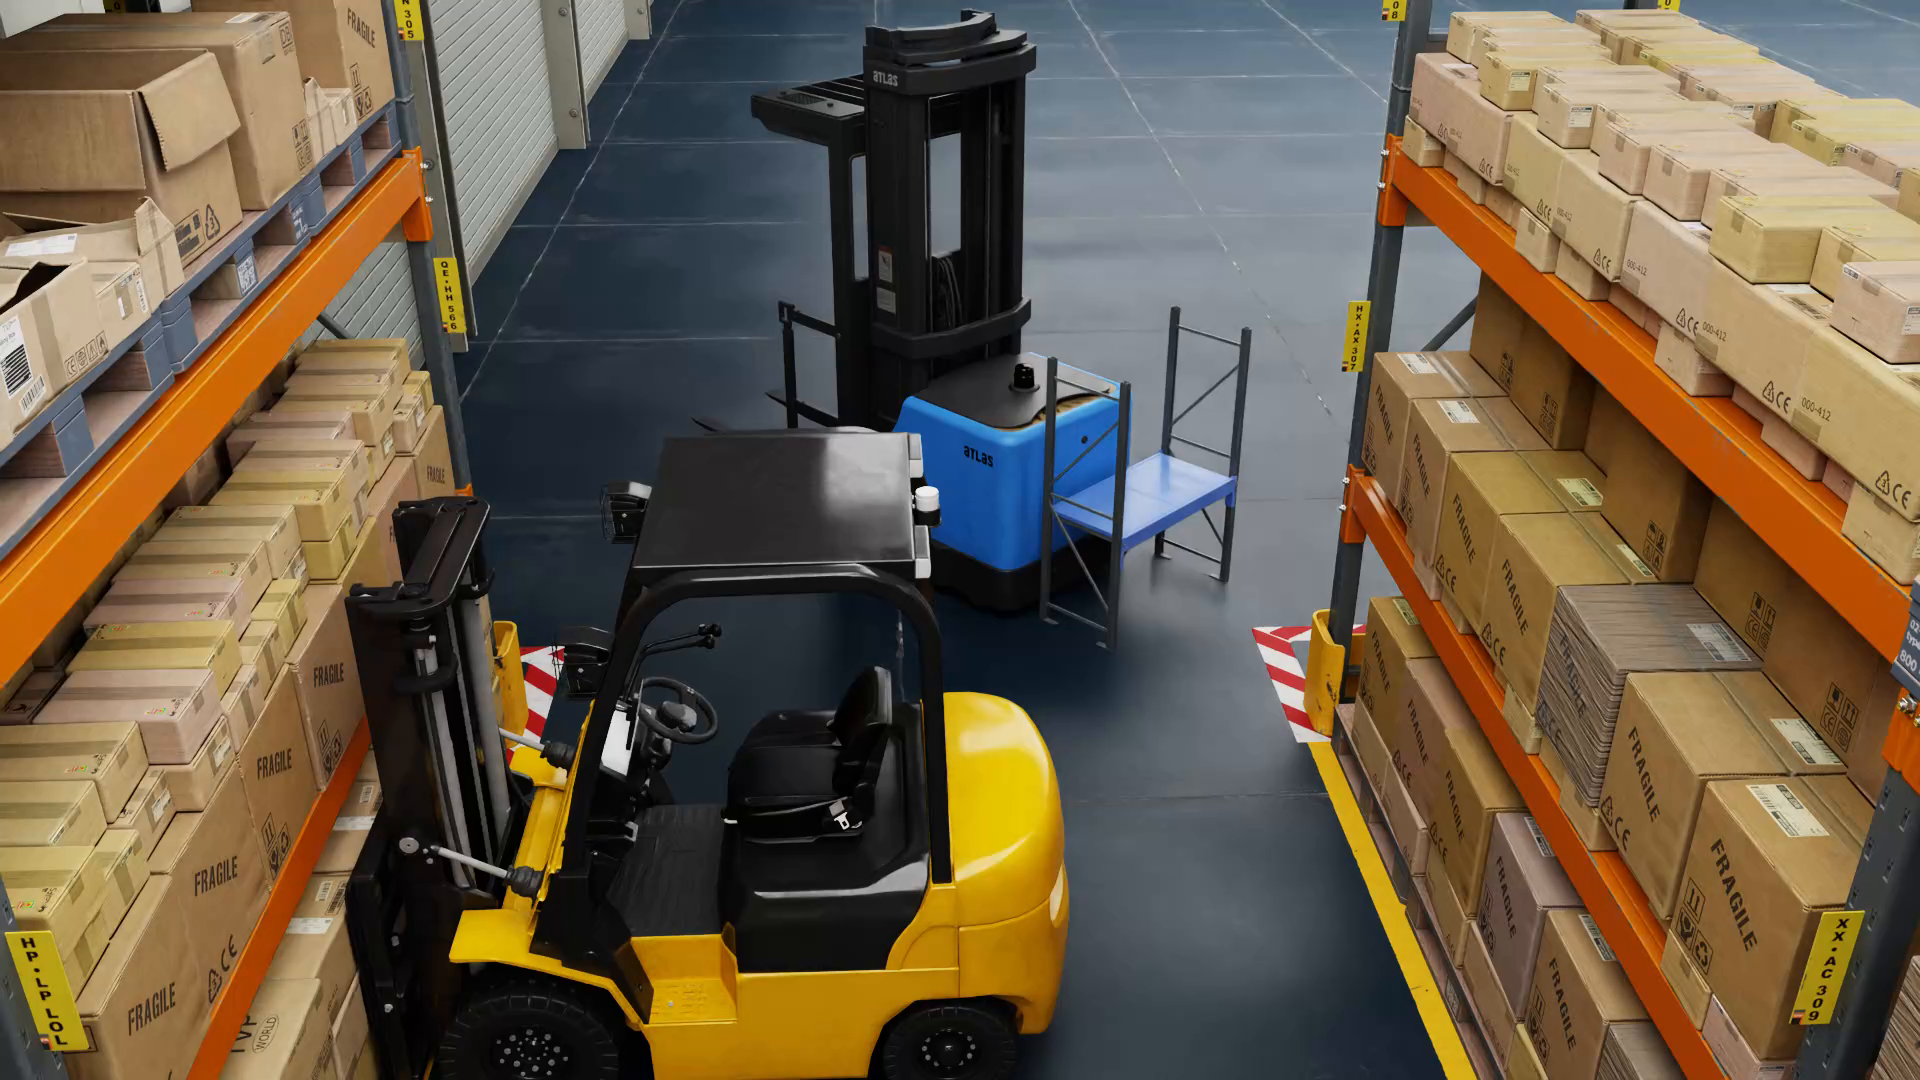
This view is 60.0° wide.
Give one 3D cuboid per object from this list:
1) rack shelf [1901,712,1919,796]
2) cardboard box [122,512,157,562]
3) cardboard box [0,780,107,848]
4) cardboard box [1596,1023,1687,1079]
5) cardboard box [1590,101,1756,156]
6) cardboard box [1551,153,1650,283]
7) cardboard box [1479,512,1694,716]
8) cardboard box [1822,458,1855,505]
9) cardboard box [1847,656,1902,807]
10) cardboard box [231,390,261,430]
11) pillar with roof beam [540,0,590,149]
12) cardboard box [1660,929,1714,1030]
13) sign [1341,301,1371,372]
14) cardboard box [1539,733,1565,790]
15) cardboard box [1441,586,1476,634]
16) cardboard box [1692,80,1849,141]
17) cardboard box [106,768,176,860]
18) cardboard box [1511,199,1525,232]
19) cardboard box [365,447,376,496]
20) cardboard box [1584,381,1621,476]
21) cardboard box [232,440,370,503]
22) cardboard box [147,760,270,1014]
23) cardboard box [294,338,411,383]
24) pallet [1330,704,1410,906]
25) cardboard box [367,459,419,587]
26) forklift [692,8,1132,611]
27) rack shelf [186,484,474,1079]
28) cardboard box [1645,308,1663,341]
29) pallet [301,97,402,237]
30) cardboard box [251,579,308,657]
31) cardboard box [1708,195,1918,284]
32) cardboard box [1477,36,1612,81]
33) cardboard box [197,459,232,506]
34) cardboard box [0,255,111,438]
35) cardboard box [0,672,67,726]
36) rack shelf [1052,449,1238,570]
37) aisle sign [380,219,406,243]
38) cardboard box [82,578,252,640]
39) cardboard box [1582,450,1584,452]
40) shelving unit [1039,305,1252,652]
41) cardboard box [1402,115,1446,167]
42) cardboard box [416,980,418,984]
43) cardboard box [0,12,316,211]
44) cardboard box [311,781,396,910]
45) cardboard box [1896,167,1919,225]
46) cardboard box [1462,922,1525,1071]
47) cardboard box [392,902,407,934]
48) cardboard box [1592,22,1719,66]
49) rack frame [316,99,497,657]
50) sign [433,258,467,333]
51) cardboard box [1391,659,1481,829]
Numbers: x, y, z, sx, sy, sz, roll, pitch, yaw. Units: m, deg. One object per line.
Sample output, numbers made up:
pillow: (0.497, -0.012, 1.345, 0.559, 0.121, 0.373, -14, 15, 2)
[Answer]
rack shelf: (2.591, 1.241, 1.661, 1.077, 0.370, 4.000, -1, 28, -3)
cardboard box: (-2.823, 0.014, 5.347, 0.380, 0.149, 0.250, -1, 28, -2)
cardboard box: (-2.312, 0.714, 4.006, 0.380, 0.149, 0.250, -1, 28, -2)
cardboard box: (2.187, 1.762, 4.836, 0.500, 0.500, 0.500, -2, 28, -3)
cardboard box: (2.141, -1.218, 5.008, 0.380, 0.149, 0.250, -1, 28, -2)
cardboard box: (2.113, -0.967, 4.958, 0.500, 0.250, 0.500, -1, 28, -2)
cardboard box: (2.118, 0.240, 5.617, 0.500, 0.500, 0.500, -2, 28, -4)
cardboard box: (2.240, -0.147, 3.816, 0.380, 0.149, 0.250, -1, 28, -2)
cardboard box: (2.680, 0.501, 4.035, 0.700, 0.500, 0.500, -2, 28, -3)
cardboard box: (-2.867, -0.457, 6.252, 0.380, 0.149, 0.250, -1, 28, -2)
pillar with roof beam: (0.130, -8.359, 16.047, 9.100, 9.000, 0.400, -1, 28, -3)
cardboard box: (2.145, 1.184, 4.508, 0.380, 0.149, 0.250, -1, 28, -1)
sign: (1.736, -0.889, 7.275, 0.100, 0.325, 0.005, -1, 28, -3)
cardboard box: (2.125, 0.711, 5.415, 0.380, 0.149, 0.250, -2, 28, -4)
cardboard box: (2.063, 0.232, 6.332, 0.380, 0.149, 0.250, -1, 28, -1)
cardboard box: (2.552, -1.351, 5.263, 0.380, 0.149, 0.250, -2, 28, -4)
cardboard box: (-2.281, 0.726, 4.306, 0.380, 0.149, 0.250, -1, 28, -3)
cardboard box: (2.109, -1.098, 5.639, 0.380, 0.149, 0.250, -2, 28, -4)
cardboard box: (-2.384, -0.222, 6.123, 0.380, 0.149, 0.250, -2, 28, -3)
cardboard box: (2.671, -0.441, 5.840, 0.700, 0.500, 0.500, -2, 28, -3)
cardboard box: (-2.302, -0.233, 5.821, 0.380, 0.149, 0.250, -1, 28, -1)
cardboard box: (-2.277, 0.955, 4.568, 0.500, 0.500, 0.500, -1, 28, -2)
cardboard box: (-2.450, -0.700, 6.718, 0.380, 0.149, 0.250, -1, 28, -3)
pallet: (2.289, 1.129, 7.357, 1.003, 0.211, 1.213, -1, 28, -3)
cardboard box: (-2.373, 0.019, 6.361, 0.500, 0.500, 0.500, -1, 28, -1)
forklift: (-0.440, -1.506, 9.468, 1.130, 2.935, 3.031, -25, 36, -39)
rack shelf: (-2.575, 0.846, 5.663, 1.077, 0.370, 4.000, -1, 28, -3)
cardboard box: (2.197, -0.626, 4.734, 0.380, 0.149, 0.250, -1, 28, -2)
pallet: (-2.668, -1.361, 5.967, 1.003, 0.211, 1.213, -1, 28, -3)
cardboard box: (-2.285, 0.250, 5.217, 0.380, 0.149, 0.250, -2, 28, -4)
cardboard box: (2.093, -0.742, 4.094, 0.380, 0.149, 0.250, -1, 28, -1)
cardboard box: (2.073, -1.689, 5.910, 0.380, 0.149, 0.250, -1, 28, -3)
cardboard box: (-2.884, -0.211, 6.102, 0.380, 0.149, 0.250, -2, 28, -4)
cardboard box: (-2.270, -0.461, 3.680, 0.500, 0.311, 0.500, -1, 28, -2)
cardboard box: (-2.769, 0.503, 4.732, 0.380, 0.149, 0.250, 0, 28, -1)
rack shelf: (0.968, -0.178, 8.854, 0.538, 0.185, 1.000, 24, 36, 37)
aisle sign: (-2.389, -1.587, 6.738, 0.394, 0.787, 0.004, -1, 28, -3)
cardboard box: (-2.337, 0.239, 4.917, 0.380, 0.149, 0.250, -1, 28, -3)
cardboard box: (2.603, -0.219, 6.497, 0.500, 0.500, 0.500, -1, 28, -3)
shelving unit: (0.969, -0.337, 8.770, 0.538, 1.500, 1.048, 24, 36, 37)
cardboard box: (1.971, -1.576, 6.556, 0.380, 0.149, 0.250, -1, 28, -3)
cardboard box: (-2.256, 1.546, 6.062, 0.500, 0.250, 0.500, -1, 28, -1)
cardboard box: (-2.459, -1.328, 5.138, 0.700, 0.500, 0.500, -1, 28, -2)
cardboard box: (-2.256, 1.100, 5.835, 0.500, 0.250, 0.500, -2, 28, -4)
cardboard box: (2.698, -0.874, 4.347, 0.380, 0.149, 0.250, -2, 28, -4)
cardboard box: (2.127, 1.614, 5.930, 0.500, 0.250, 0.500, -1, 28, -2)
cardboard box: (-2.256, 1.332, 5.930, 0.500, 0.250, 0.500, -1, 28, -3)
cardboard box: (2.565, -1.822, 6.165, 0.380, 0.149, 0.250, -1, 28, -2)
rack frame: (-2.679, -0.397, 7.268, 1.000, 3.000, 0.127, -1, 28, -3)
sign: (-2.137, -1.022, 6.958, 0.100, 0.325, 0.005, -1, 28, -3)
cardboard box: (2.077, 0.813, 6.655, 0.500, 0.500, 0.500, -2, 28, -5)
